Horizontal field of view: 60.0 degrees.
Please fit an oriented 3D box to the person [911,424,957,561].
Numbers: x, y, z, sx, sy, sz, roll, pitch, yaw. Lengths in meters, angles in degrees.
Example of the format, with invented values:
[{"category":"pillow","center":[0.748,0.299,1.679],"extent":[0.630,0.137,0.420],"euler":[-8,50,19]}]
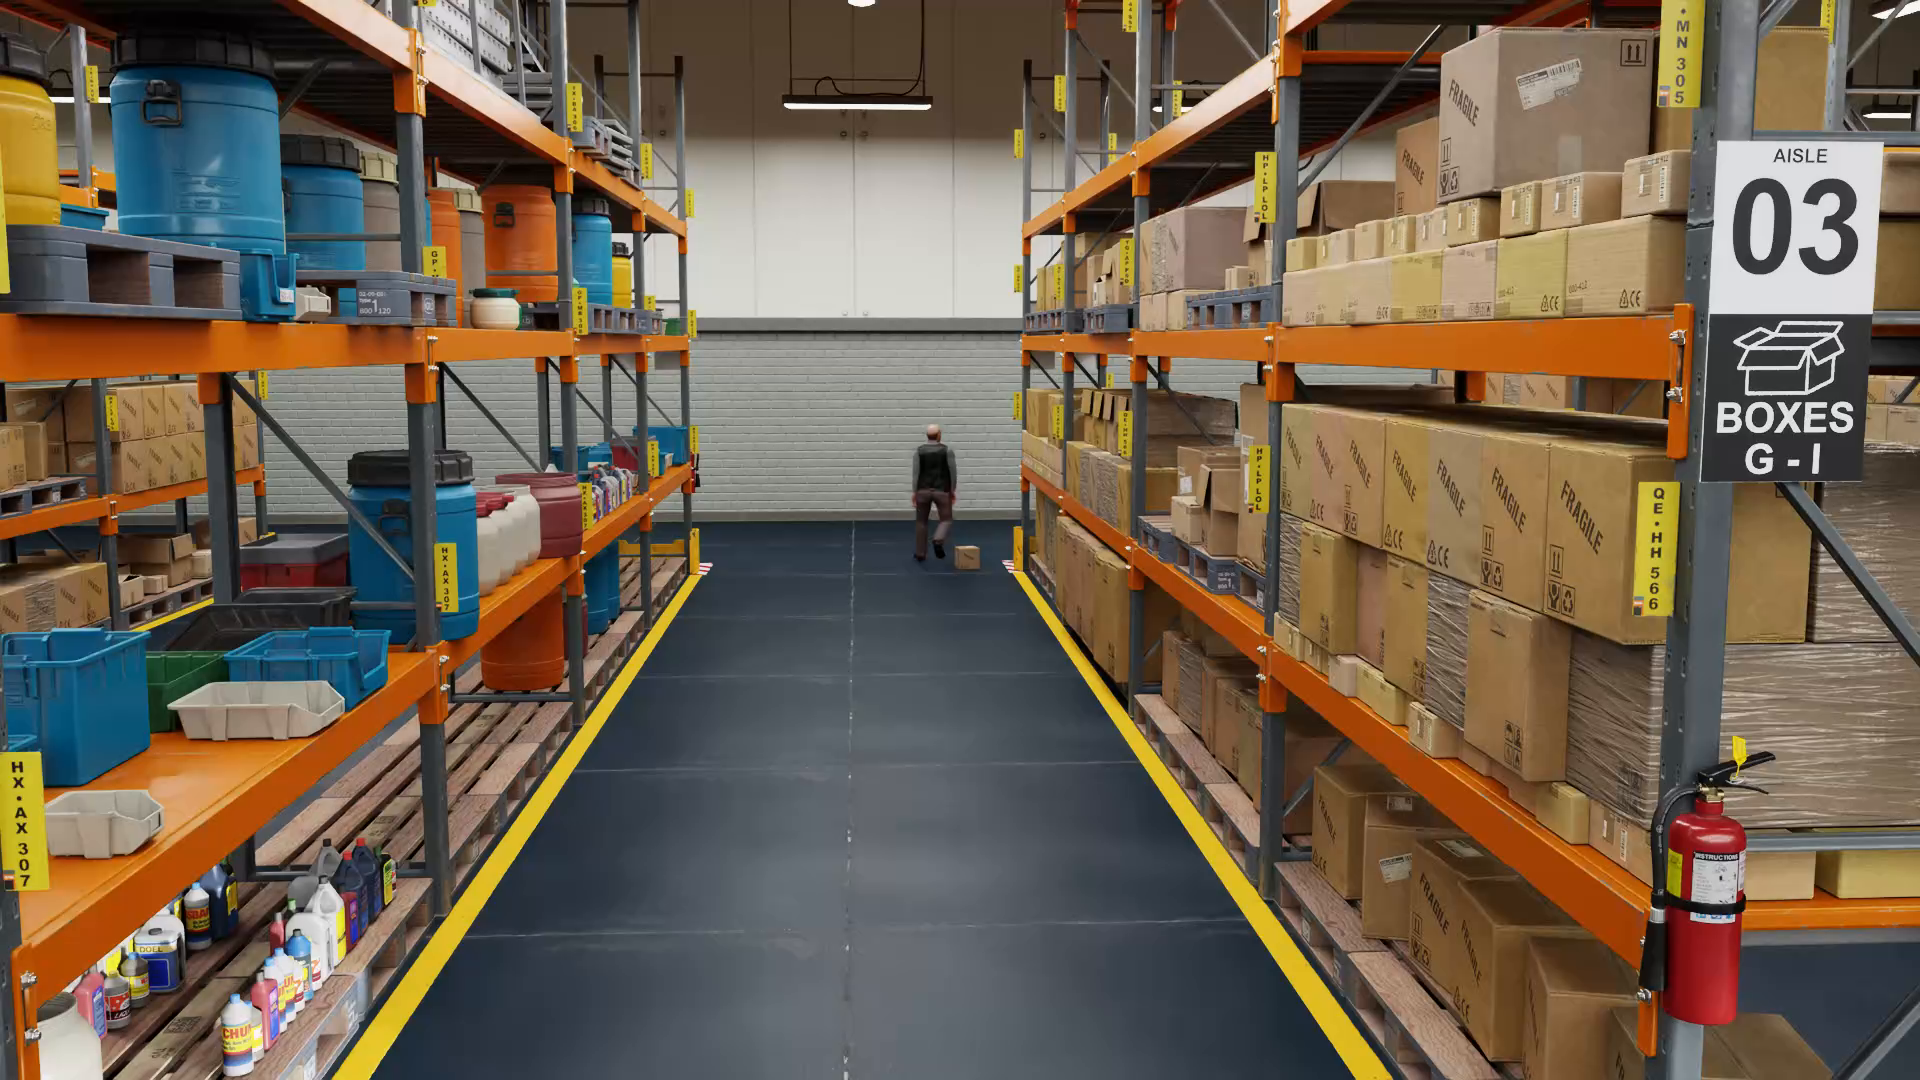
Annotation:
[{"category":"person","center":[-0.320,-0.577,20.592],"extent":[0.569,1.705,0.711],"euler":[0,7,1]}]
